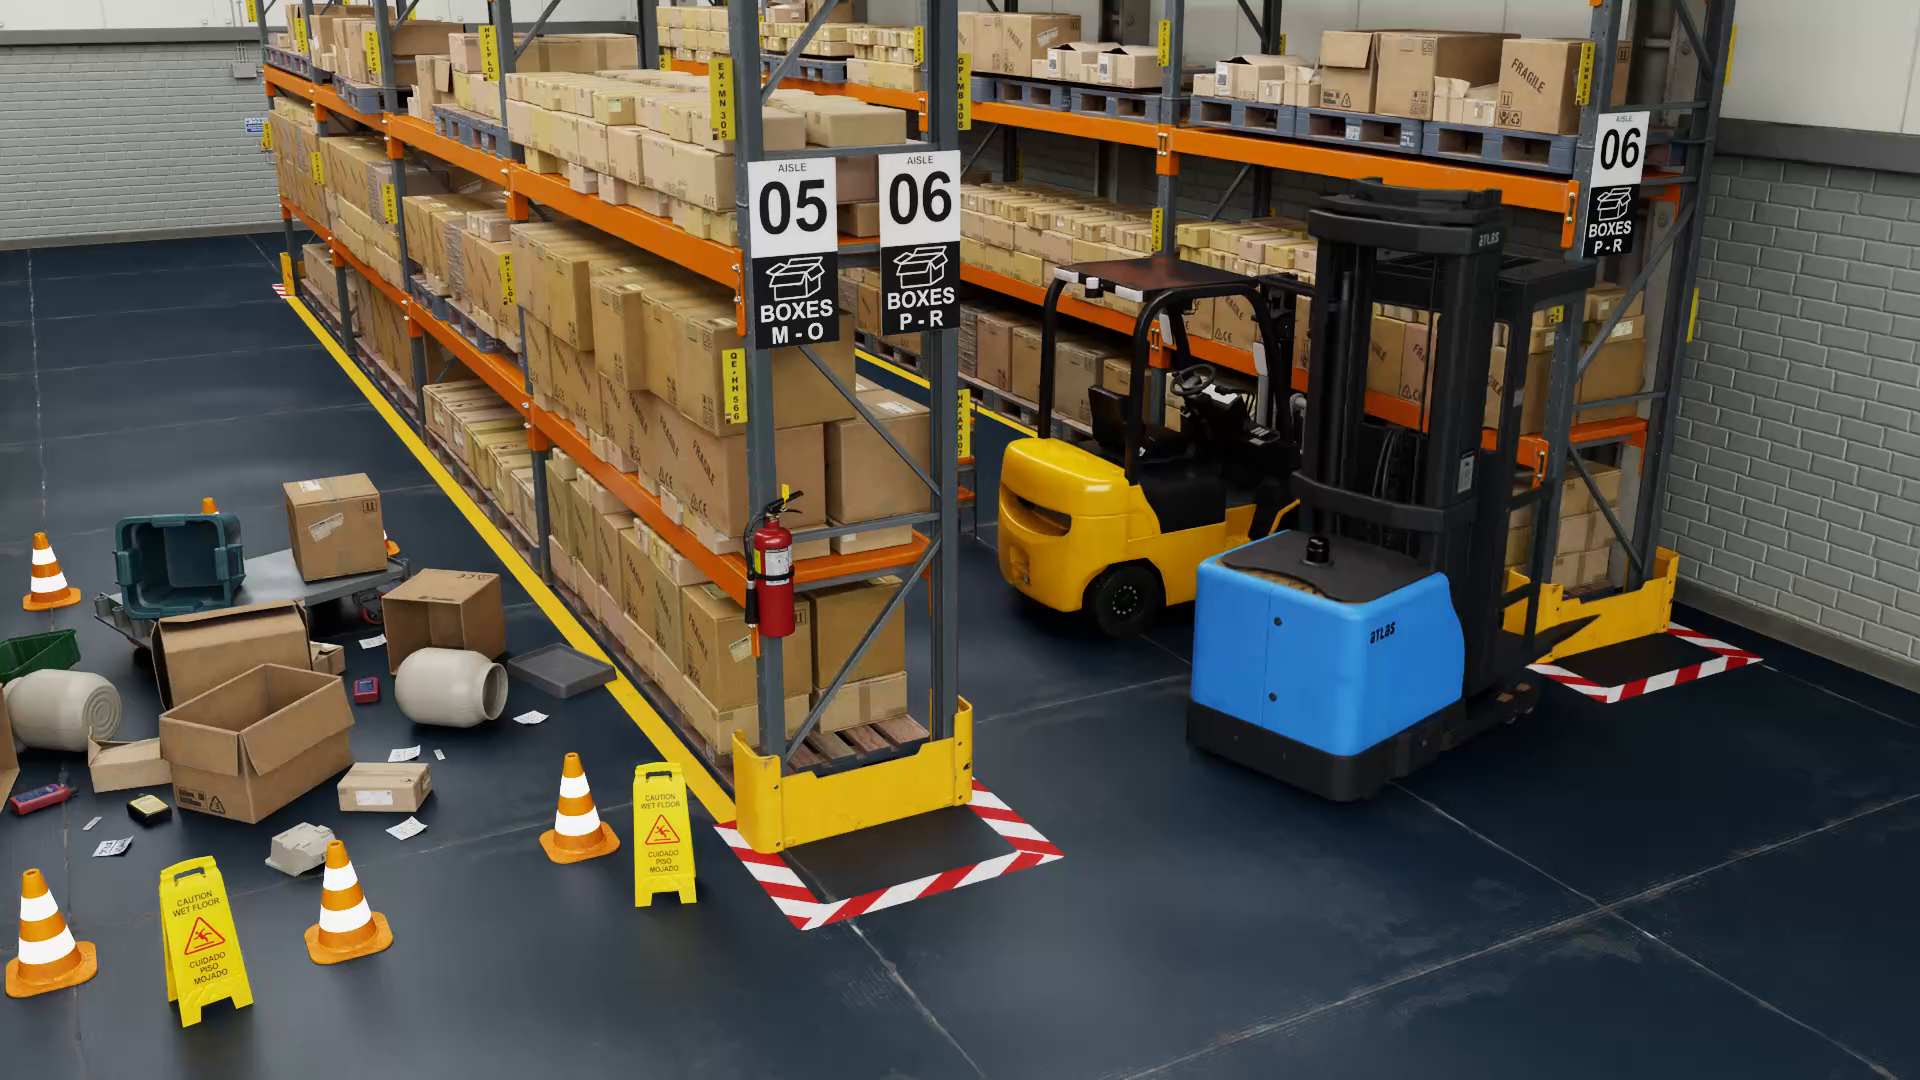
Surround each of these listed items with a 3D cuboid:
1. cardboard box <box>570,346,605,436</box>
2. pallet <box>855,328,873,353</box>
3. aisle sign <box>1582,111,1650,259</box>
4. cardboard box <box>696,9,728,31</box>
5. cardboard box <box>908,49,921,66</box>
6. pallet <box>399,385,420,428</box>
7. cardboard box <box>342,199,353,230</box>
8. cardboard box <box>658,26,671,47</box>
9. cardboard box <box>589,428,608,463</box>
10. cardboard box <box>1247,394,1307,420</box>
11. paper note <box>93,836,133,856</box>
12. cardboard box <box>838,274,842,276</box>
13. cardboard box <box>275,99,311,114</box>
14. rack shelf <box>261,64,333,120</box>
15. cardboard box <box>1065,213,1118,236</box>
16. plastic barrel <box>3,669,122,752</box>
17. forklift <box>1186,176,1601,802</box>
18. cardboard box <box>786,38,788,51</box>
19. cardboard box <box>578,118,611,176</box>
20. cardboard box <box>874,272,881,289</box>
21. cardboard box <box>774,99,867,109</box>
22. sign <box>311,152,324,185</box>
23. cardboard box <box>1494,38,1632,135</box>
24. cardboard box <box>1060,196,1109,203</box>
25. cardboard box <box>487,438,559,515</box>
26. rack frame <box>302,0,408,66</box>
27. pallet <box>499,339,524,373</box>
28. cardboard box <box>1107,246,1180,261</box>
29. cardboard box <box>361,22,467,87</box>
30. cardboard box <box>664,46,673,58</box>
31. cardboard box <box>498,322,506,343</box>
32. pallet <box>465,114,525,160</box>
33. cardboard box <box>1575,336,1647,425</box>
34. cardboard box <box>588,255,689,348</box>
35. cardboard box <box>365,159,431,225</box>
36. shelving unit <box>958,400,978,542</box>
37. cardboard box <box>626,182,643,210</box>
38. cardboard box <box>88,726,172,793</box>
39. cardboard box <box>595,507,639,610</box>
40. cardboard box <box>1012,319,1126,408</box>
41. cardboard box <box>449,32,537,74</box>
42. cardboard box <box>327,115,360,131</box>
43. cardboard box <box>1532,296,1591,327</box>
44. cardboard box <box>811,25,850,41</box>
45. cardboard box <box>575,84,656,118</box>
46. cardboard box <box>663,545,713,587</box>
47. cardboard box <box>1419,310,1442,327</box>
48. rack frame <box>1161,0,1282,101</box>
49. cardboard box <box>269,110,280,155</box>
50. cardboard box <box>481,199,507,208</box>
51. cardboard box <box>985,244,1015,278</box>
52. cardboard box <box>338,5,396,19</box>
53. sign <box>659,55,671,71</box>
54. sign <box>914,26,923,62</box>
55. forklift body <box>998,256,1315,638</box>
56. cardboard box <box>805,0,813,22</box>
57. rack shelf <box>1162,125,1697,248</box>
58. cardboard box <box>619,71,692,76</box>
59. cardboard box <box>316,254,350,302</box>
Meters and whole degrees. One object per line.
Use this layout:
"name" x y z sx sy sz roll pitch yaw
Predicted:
"cardboard box" -1.926 -0.928 9.613 0.500 0.500 0.500 -10 21 -27
"pallet" -0.805 -2.366 18.665 1.003 0.211 1.213 -10 21 -27
"aisle sign" 3.663 -1.982 9.292 0.394 0.787 0.004 -10 21 -27
"cardboard box" -2.991 -6.533 20.874 0.500 0.250 0.500 -9 21 -25
"cardboard box" -0.288 -4.714 16.215 0.380 0.149 0.250 -9 21 -26
"pallet" -4.583 -1.264 15.472 1.003 0.211 1.213 -10 21 -27
"cardboard box" -5.725 -3.194 16.252 0.500 0.250 0.500 -10 21 -26
"cardboard box" -3.737 -6.729 22.208 0.500 0.250 0.500 -10 22 -27
"cardboard box" -1.909 -0.569 9.566 0.380 0.149 0.250 -10 21 -26
"cardboard box" 2.425 -0.861 12.065 0.500 0.250 0.500 -9 21 -25
"paper note" -4.015 1.451 7.882 0.144 0.017 0.142 -3 19 -8
"cardboard box" -1.281 -2.810 18.866 0.500 0.500 0.500 -11 22 -28
"cardboard box" -7.939 -5.166 19.824 0.380 0.149 0.250 -9 21 -25
"rack shelf" -7.124 -5.145 18.947 1.077 0.370 4.000 -10 21 -27
"cardboard box" 1.114 -2.673 14.132 0.380 0.149 0.250 -11 22 -28
"plastic barrel" -4.795 0.906 8.858 0.512 0.421 0.421 4 19 11
"forklift" 2.616 -0.480 9.029 3.031 2.935 1.130 -17 26 -41
"cardboard box" -1.717 -5.523 18.528 0.380 0.149 0.250 -10 21 -26
"cardboard box" -1.686 -2.078 8.731 0.500 0.250 0.500 -10 21 -26
"cardboard box" -0.694 -2.779 17.781 0.380 0.149 0.250 -9 21 -25
"cardboard box" -0.663 -2.009 7.919 0.380 0.149 0.250 -10 21 -27
"sign" -6.662 -3.853 17.250 0.100 0.325 0.005 -10 21 -27
"cardboard box" 3.466 -2.618 9.571 0.500 0.500 0.500 -9 21 -25
"cardboard box" 1.142 -3.059 15.251 0.380 0.149 0.250 -10 22 -28
"cardboard box" -2.971 -0.508 12.391 0.950 0.372 0.625 -9 21 -23
"rack frame" -6.174 -6.329 16.676 1.000 3.000 0.127 -10 21 -27
"pallet" -2.610 -1.347 11.732 1.003 0.211 1.213 -10 21 -27
"cardboard box" 1.533 -2.233 13.467 0.500 0.250 0.500 -10 22 -28
"cardboard box" -4.587 -4.095 13.998 0.797 0.503 0.637 -11 22 -30
"cardboard box" -3.760 -6.583 22.396 0.380 0.149 0.250 -9 21 -26
"cardboard box" -2.972 -1.459 11.503 0.380 0.149 0.250 -11 22 -28
"pallet" -2.575 -2.719 11.102 1.213 0.211 1.003 -10 21 -27
"cardboard box" 3.900 -1.050 10.423 0.500 0.500 0.500 -9 21 -25
"cardboard box" -1.592 -1.263 9.050 0.700 0.500 0.500 -10 21 -27
"cardboard box" -5.001 -3.118 14.883 0.500 0.500 0.500 -10 21 -26
"shelving unit" -0.025 -0.512 12.005 0.215 1.050 0.252 -10 21 -27
"cardboard box" -1.475 -1.778 8.472 0.380 0.149 0.250 -11 22 -28
"cardboard box" -4.247 1.100 8.536 0.396 0.266 0.258 -6 20 -17
"cardboard box" -1.823 0.063 9.773 0.500 0.500 0.500 -9 21 -24
"cardboard box" 1.013 -1.630 15.252 0.875 0.625 0.625 -11 22 -29
"cardboard box" -3.267 -3.414 11.648 0.500 0.250 0.500 -10 21 -26
"cardboard box" -6.630 -4.451 17.751 0.380 0.149 0.250 -9 21 -25
"cardboard box" 3.535 -1.382 9.936 0.380 0.149 0.250 -10 21 -27
"cardboard box" -1.379 -5.435 17.818 0.380 0.149 0.250 -10 21 -26
"cardboard box" -1.846 -2.366 8.953 0.380 0.149 0.250 -10 22 -27
"cardboard box" -1.319 0.108 8.648 0.380 0.149 0.250 -9 21 -25
"cardboard box" 3.155 -1.453 10.597 0.380 0.149 0.250 -10 21 -27
"rack frame" 1.991 -4.802 12.252 1.000 3.000 0.127 -10 21 -27
"cardboard box" -8.096 -4.979 20.276 0.500 0.500 0.500 -11 22 -28
"cardboard box" -3.559 -2.497 13.515 0.500 0.500 0.500 -10 22 -28
"cardboard box" 0.573 -2.586 15.258 0.500 0.250 0.500 -11 22 -28
"cardboard box" -6.269 -5.405 17.648 0.500 0.500 0.500 -10 21 -26
"sign" -1.901 -2.945 10.676 0.100 0.325 0.005 -10 21 -27
"sign" -0.387 -4.693 15.743 0.100 0.325 0.005 -10 21 -27
"forklift body" 1.385 -0.678 10.800 2.313 2.155 1.214 -10 21 -27
"cardboard box" -1.602 -6.067 19.013 0.396 0.266 0.258 -10 22 -27
"rack shelf" 2.941 -2.470 11.195 1.077 0.370 4.000 -10 21 -27
"cardboard box" -1.842 -2.752 10.073 0.380 0.149 0.250 -11 22 -28
"cardboard box" -7.230 -3.193 20.070 0.875 0.438 0.875 -9 21 -25
